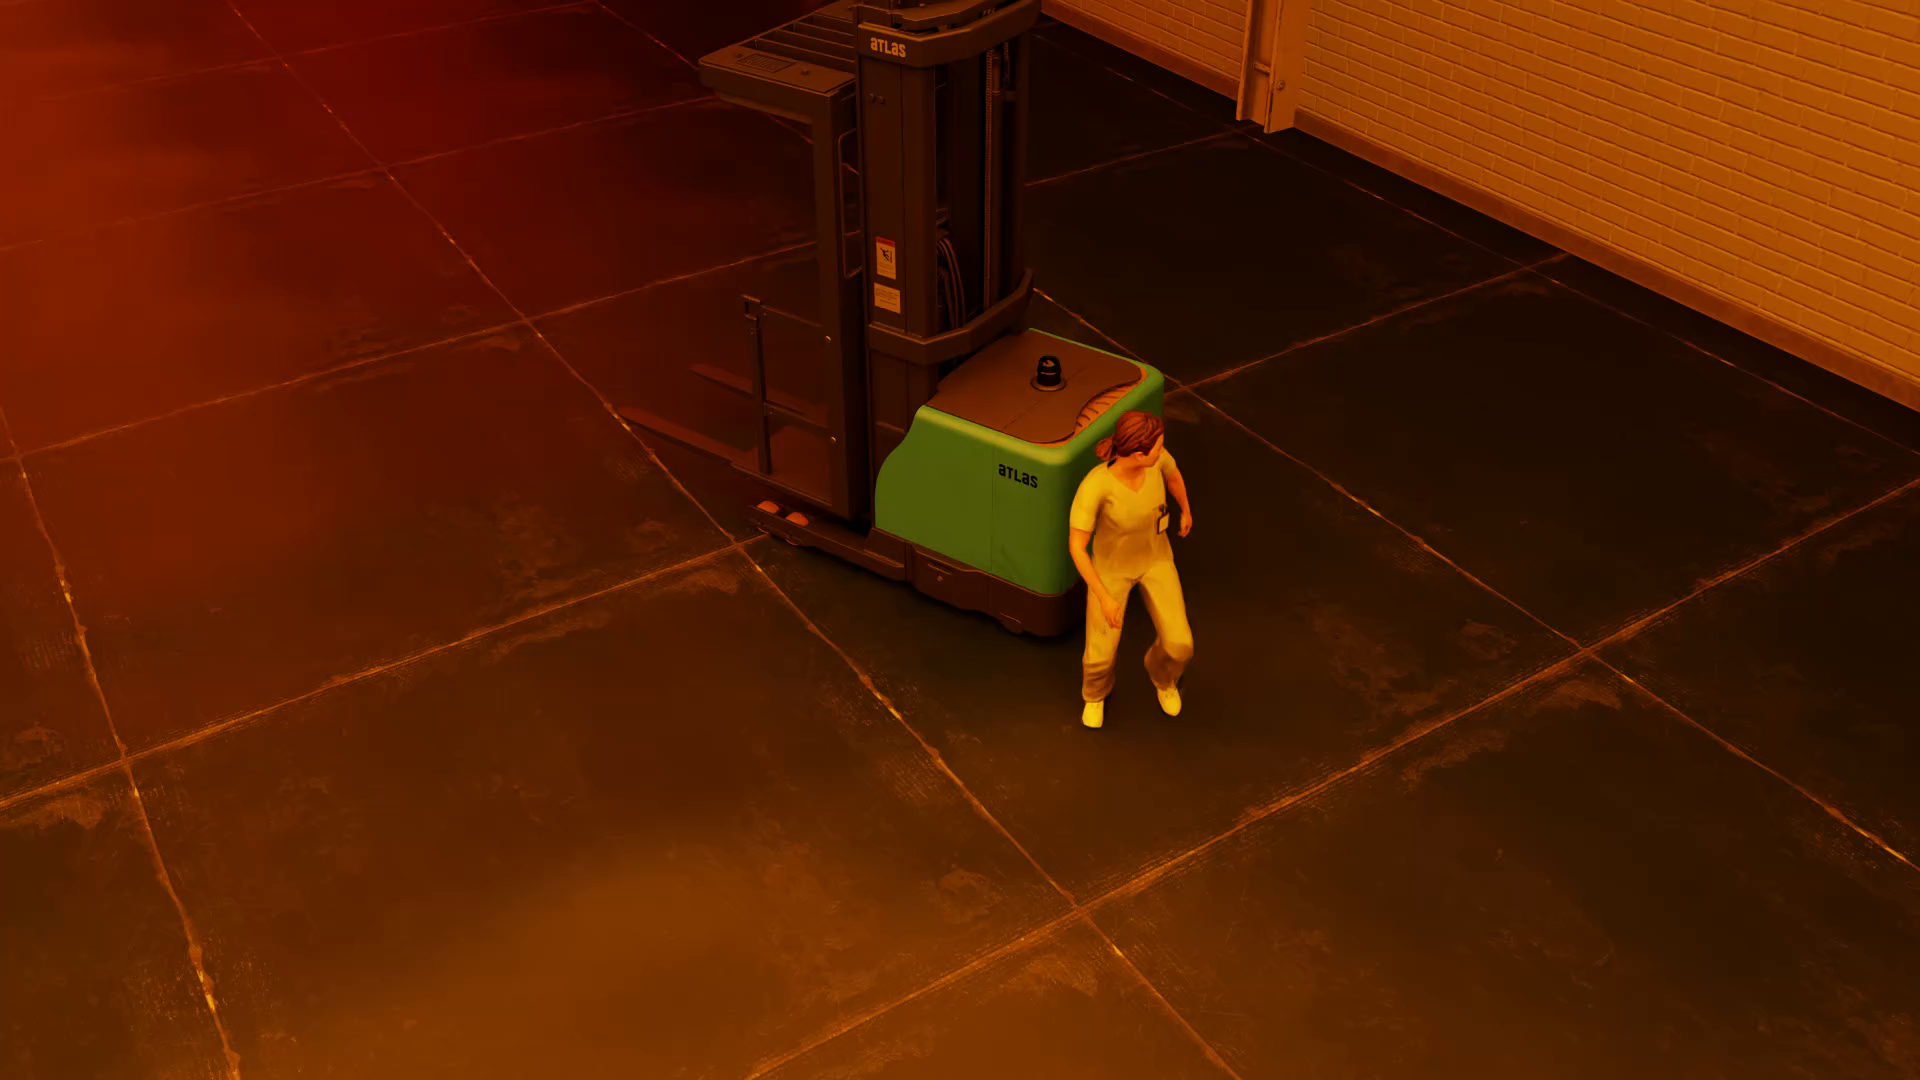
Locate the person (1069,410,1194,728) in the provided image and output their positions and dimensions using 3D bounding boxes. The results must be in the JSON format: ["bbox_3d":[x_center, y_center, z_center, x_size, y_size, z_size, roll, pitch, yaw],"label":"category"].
[{"bbox_3d":[0.759,0.130,7.134,0.661,1.585,0.607,-7,36,-10],"label":"person"}]

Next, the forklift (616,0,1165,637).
[{"bbox_3d":[-0.500,-1.399,8.138,3.031,2.935,1.130,22,41,28],"label":"forklift"}]
